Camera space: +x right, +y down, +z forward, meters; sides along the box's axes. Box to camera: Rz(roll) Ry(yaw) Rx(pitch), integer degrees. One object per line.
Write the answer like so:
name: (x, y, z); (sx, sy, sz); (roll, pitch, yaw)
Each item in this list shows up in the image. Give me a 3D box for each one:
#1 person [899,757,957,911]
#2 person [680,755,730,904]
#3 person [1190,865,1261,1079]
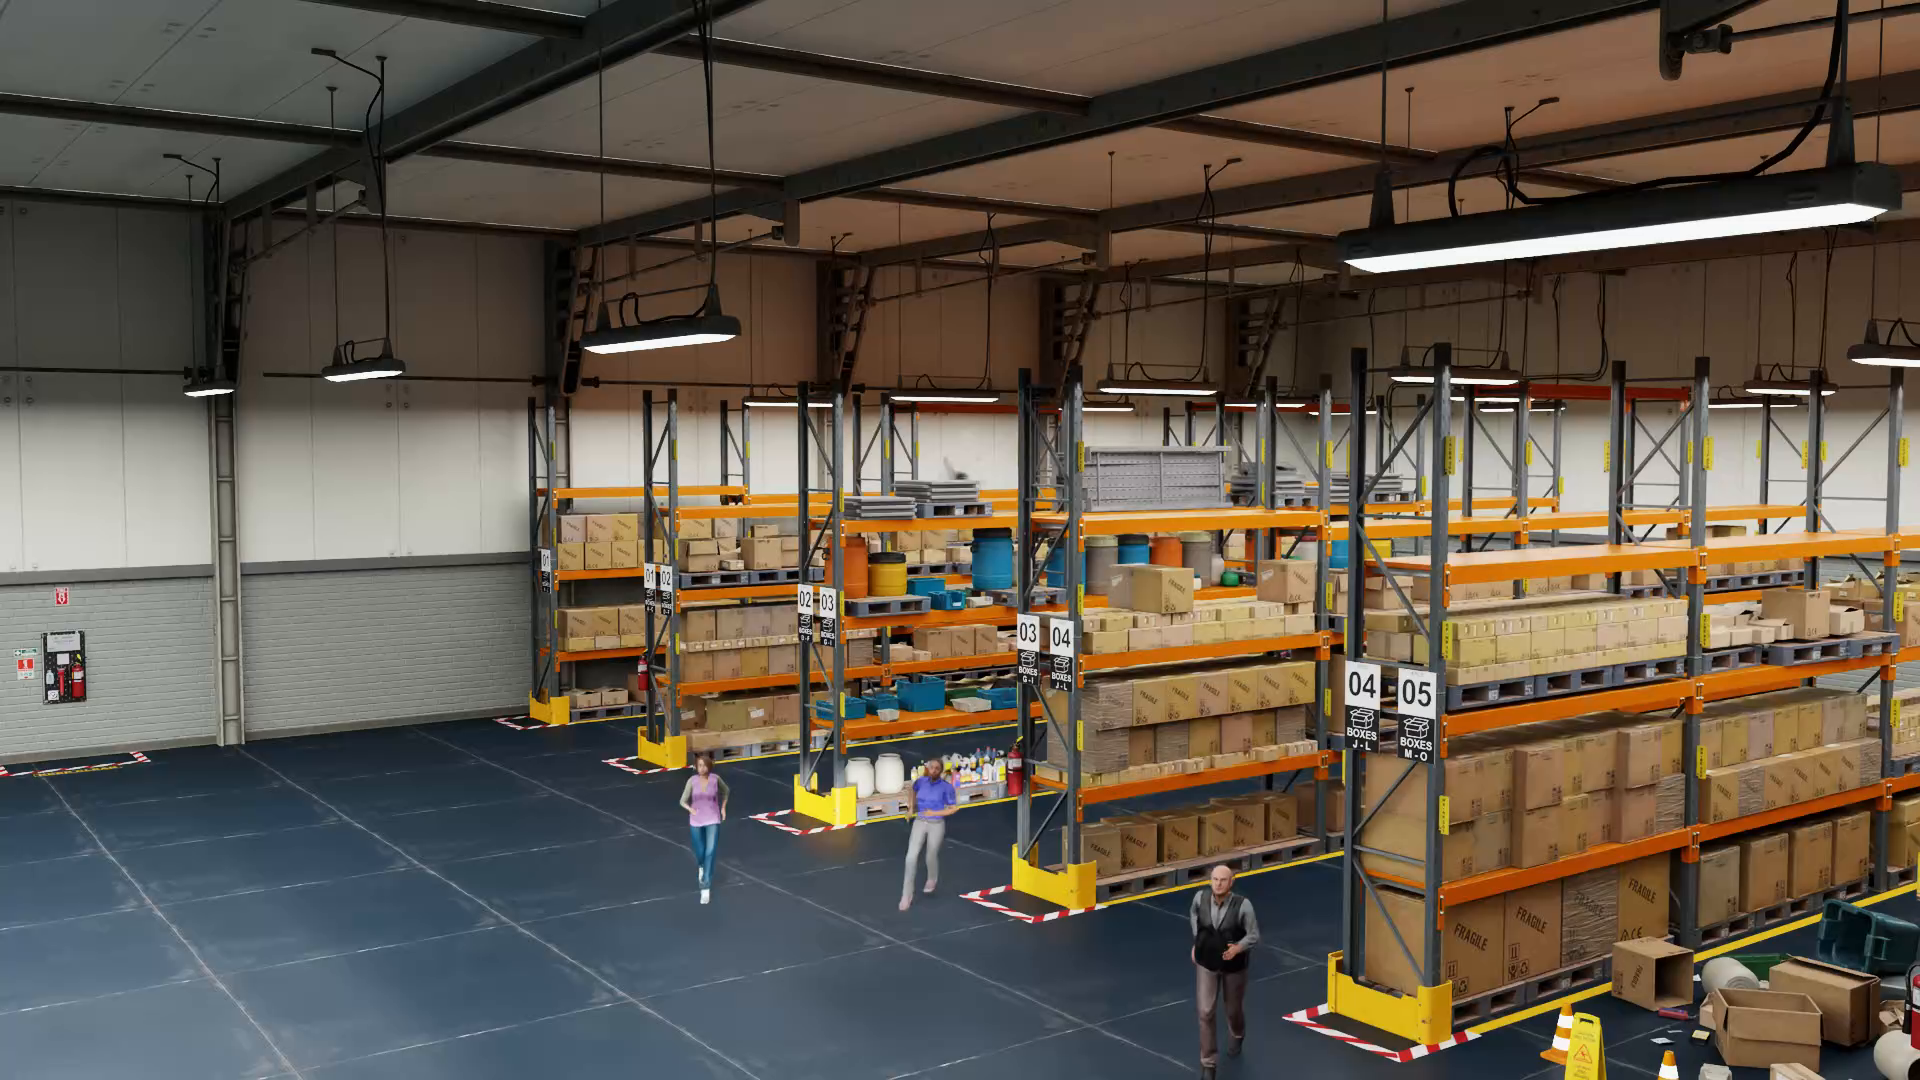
person: (-0.315, 3.257, 18.639); (0.599, 1.679, 0.875); (1, 3, 14)
person: (-2.906, 3.243, 18.942); (0.551, 1.605, 0.876); (0, 3, -4)
person: (2.157, 3.495, 13.591); (0.611, 1.734, 0.930); (1, 4, 17)
